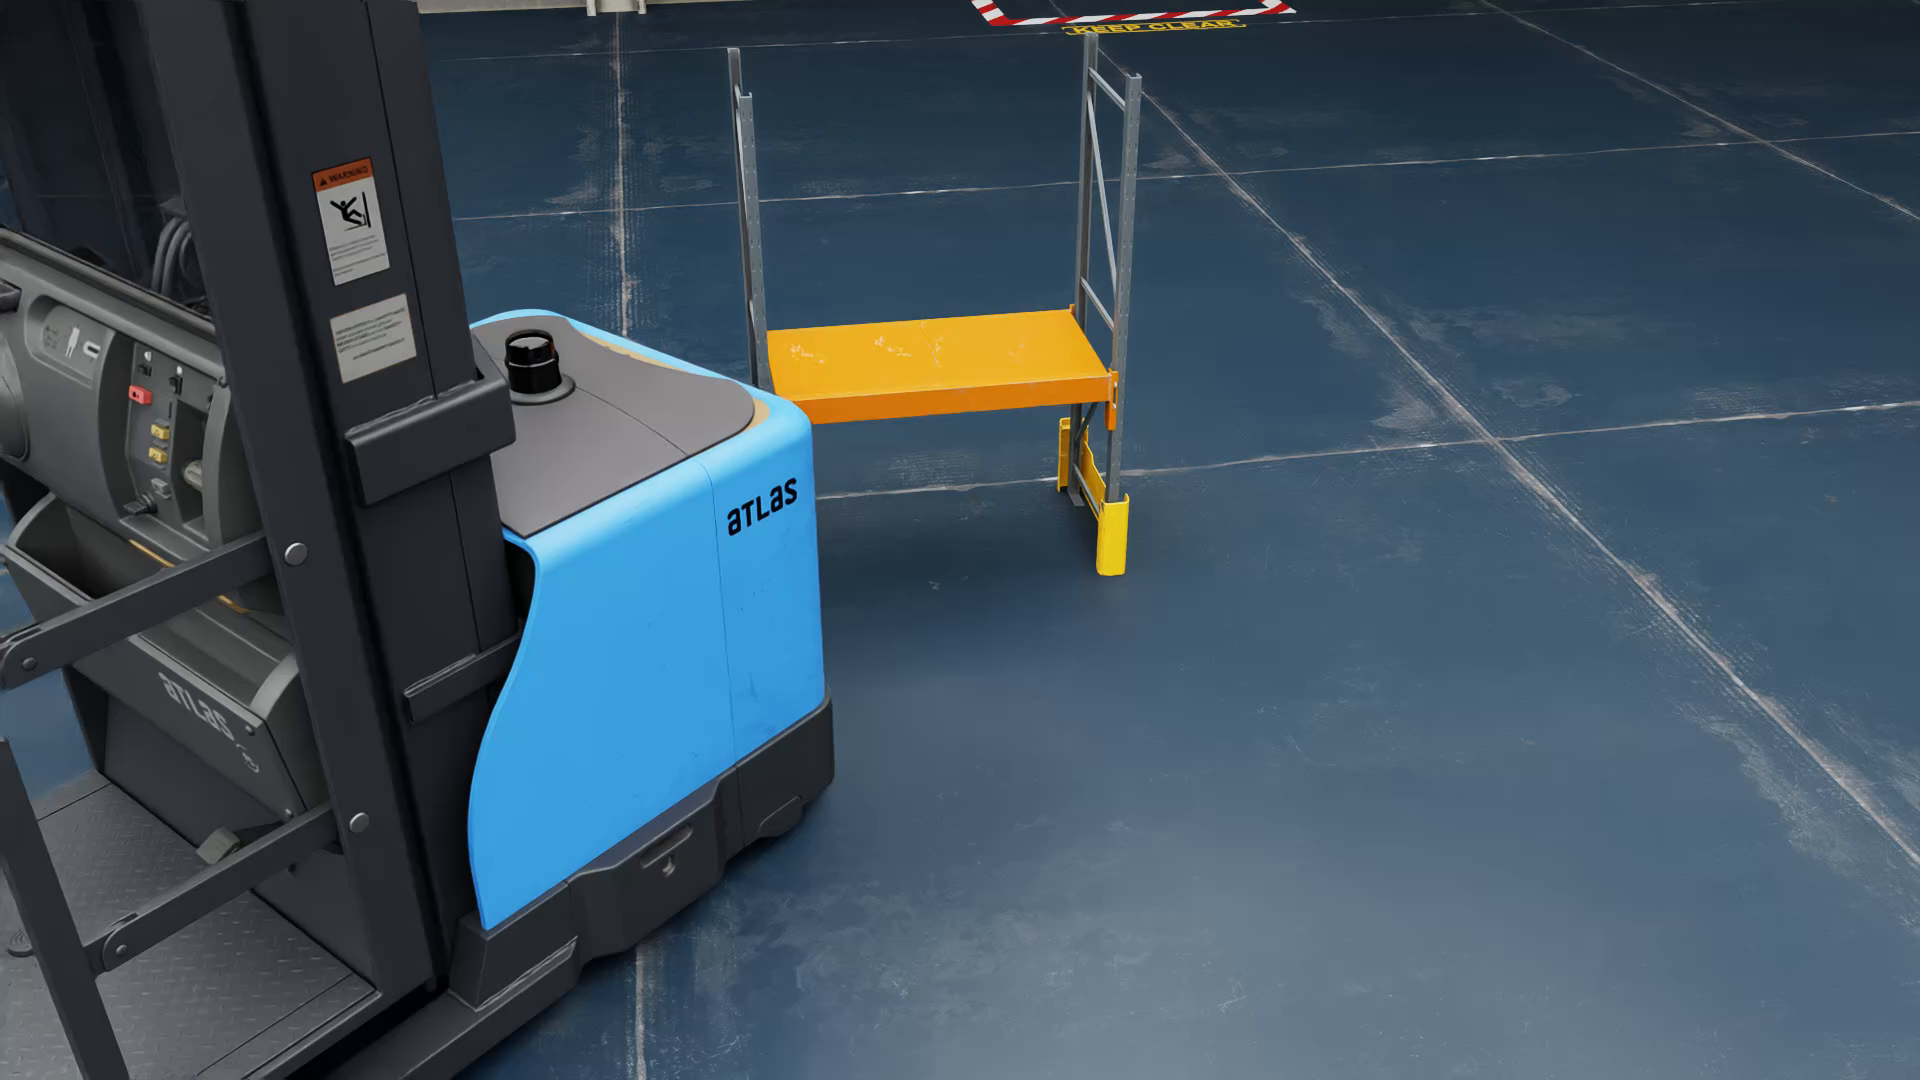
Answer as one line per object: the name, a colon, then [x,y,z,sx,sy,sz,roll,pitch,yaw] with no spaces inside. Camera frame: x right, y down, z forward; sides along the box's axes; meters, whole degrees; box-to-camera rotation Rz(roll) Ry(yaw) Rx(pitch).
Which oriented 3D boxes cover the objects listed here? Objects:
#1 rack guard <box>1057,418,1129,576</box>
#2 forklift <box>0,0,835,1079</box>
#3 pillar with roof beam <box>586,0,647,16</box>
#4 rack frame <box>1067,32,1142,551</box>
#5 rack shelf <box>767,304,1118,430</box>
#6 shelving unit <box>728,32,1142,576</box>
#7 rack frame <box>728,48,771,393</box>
rack guard: [0.415,-0.146,5.252,0.087,0.250,0.587,-5,31,-9]
forklift: [-1.624,-0.198,2.696,1.130,2.935,3.031,22,37,33]
pillar with roof beam: [-1.591,-5.394,5.545,0.400,9.000,9.100,-5,31,-9]
rack frame: [0.416,-0.685,4.936,0.032,1.500,0.500,-5,31,-9]
rack shelf: [-0.084,-0.484,4.948,1.000,0.185,0.538,-5,31,-9]
shelving unit: [-0.075,-0.640,4.858,1.083,1.500,0.587,-5,31,-9]
rack frame: [-0.584,-0.592,4.778,0.032,1.500,0.500,-5,31,-9]
